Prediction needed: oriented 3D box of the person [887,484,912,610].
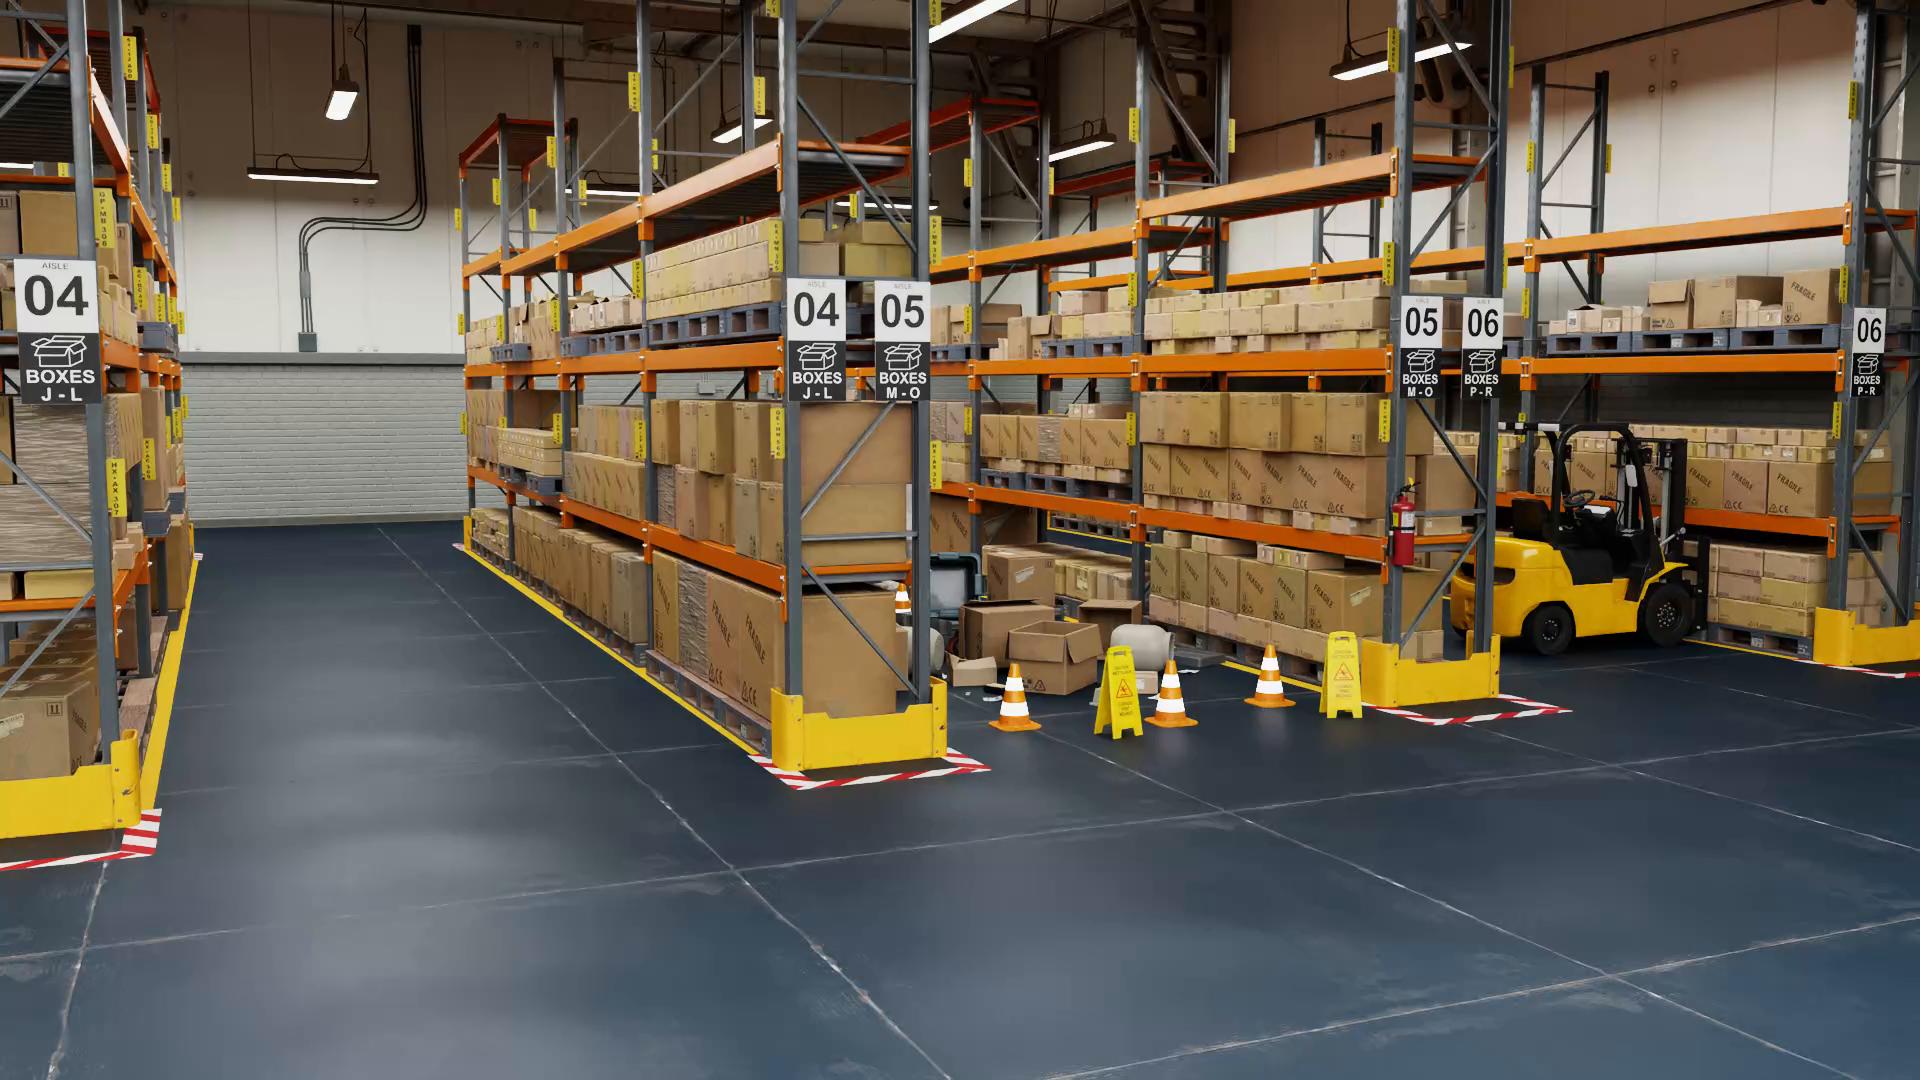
[{"bbox_3d":[-0.649,-0.085,18.480,0.524,1.800,0.341,-2,6,-22],"label":"person"}]
